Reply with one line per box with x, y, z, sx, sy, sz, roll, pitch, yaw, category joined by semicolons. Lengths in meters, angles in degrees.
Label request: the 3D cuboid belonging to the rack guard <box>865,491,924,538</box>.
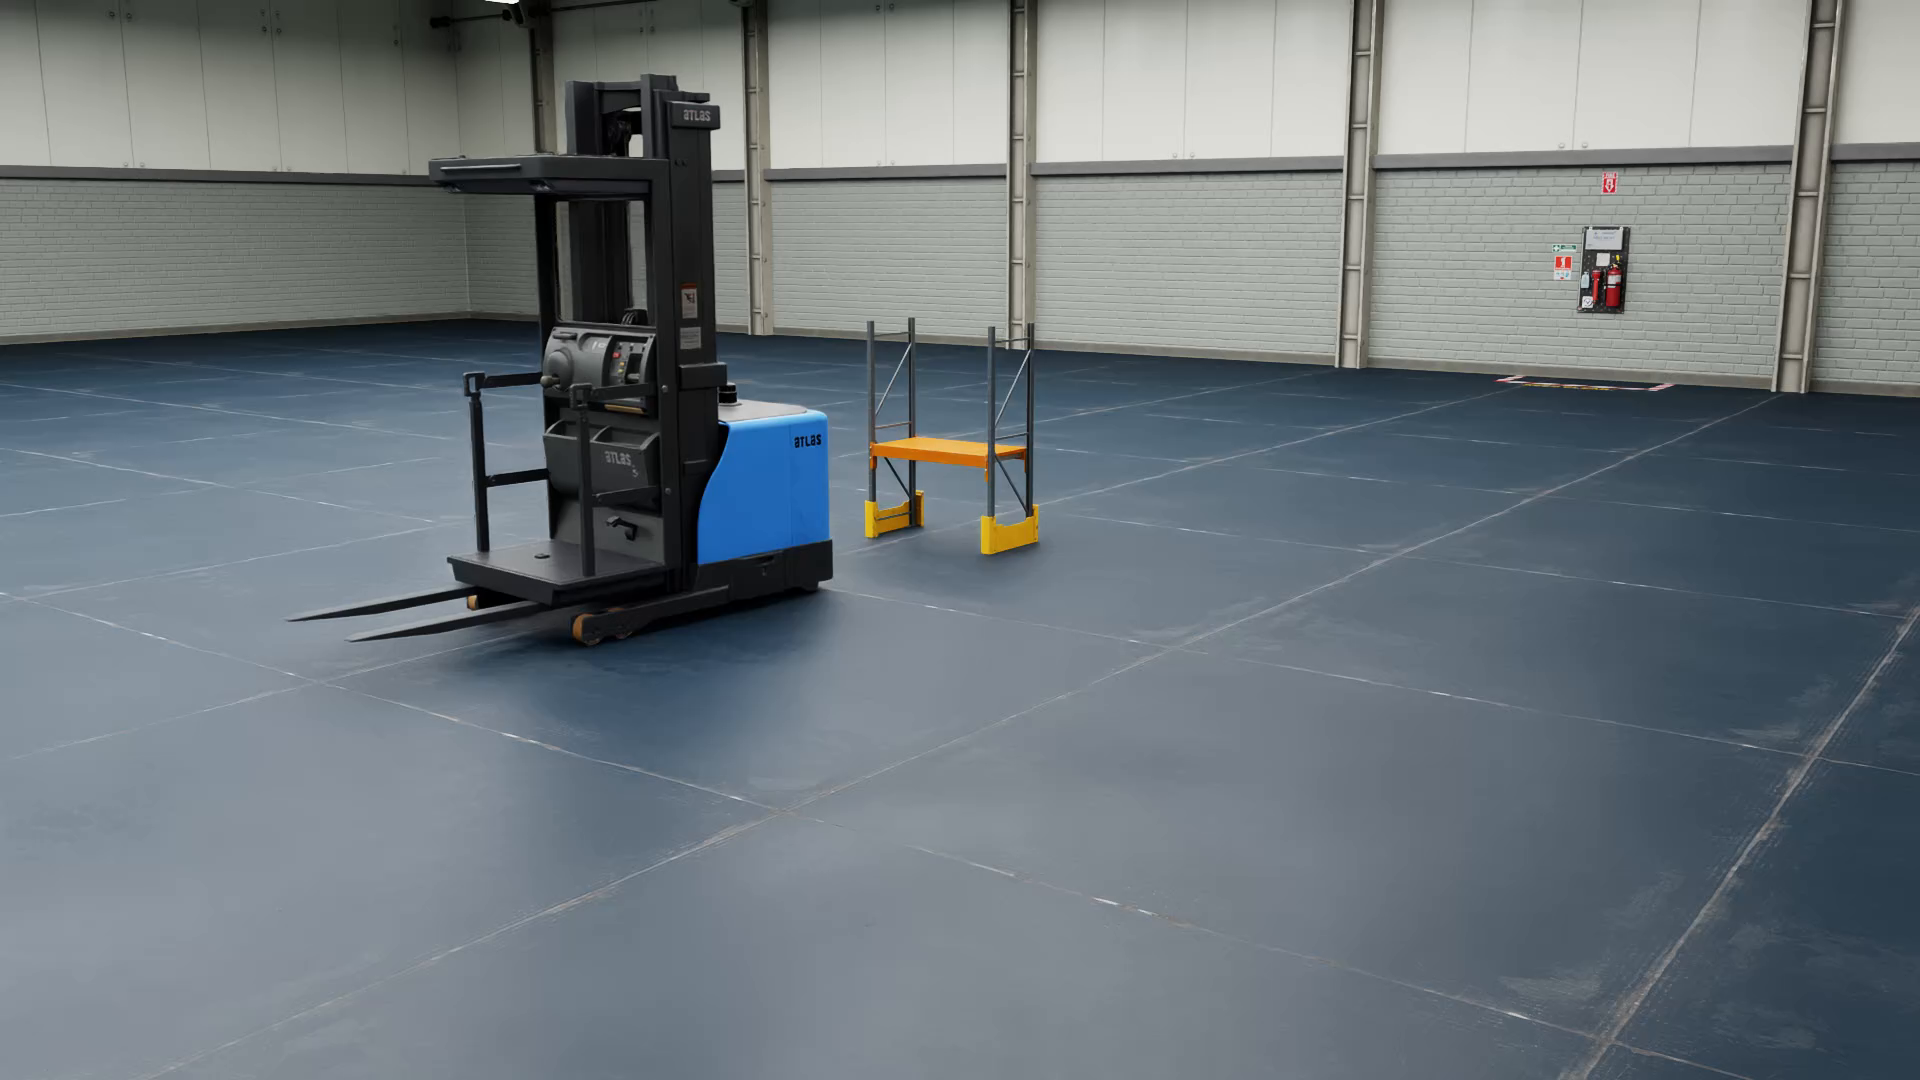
-0.463;-0.187;11.840;0.087;0.250;0.587;8;13;36;rack guard

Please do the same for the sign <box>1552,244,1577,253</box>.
8.344;-4.026;22.954;0.331;0.109;0.001;8;13;36;sign

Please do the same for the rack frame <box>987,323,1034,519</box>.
0.341;-0.689;11.141;0.032;1.500;0.500;8;13;36;rack frame

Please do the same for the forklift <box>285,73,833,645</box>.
-2.122;-0.998;8.970;1.130;2.935;3.031;10;15;41;forklift

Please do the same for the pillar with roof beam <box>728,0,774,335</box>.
-6.357;-7.699;27.632;0.548;9.000;9.100;8;13;36;pillar with roof beam

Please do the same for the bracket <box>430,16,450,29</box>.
-11.100;-11.058;35.521;0.430;0.232;0.235;8;13;36;bracket

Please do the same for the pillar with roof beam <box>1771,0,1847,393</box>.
8.151;-5.675;17.171;0.400;9.000;9.100;8;13;36;pillar with roof beam

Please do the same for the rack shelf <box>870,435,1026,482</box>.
-0.069;-0.569;11.471;1.000;0.185;0.538;8;13;36;rack shelf

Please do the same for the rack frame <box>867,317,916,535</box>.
-0.478;-0.803;11.732;0.032;1.500;0.500;8;13;36;rack frame

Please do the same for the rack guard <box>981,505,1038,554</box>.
0.340;-0.075;11.261;0.087;0.250;0.587;8;13;36;rack guard

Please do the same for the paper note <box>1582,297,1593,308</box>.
8.628;-3.270;22.855;0.142;0.148;0.016;8;13;36;paper note

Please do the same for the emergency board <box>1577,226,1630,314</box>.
8.730;-3.672;22.614;0.643;1.169;0.194;8;13;36;emergency board

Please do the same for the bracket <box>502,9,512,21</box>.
-9.190;-10.792;34.144;0.430;0.232;0.235;8;13;36;bracket

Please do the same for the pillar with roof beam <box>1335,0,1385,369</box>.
3.315;-6.349;20.658;0.400;9.000;9.100;8;13;36;pillar with roof beam

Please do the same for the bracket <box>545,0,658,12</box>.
-6.444;-10.409;32.164;4.783;0.066;0.076;8;13;36;bracket

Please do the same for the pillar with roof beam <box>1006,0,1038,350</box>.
-1.521;-7.024;24.145;0.400;9.000;9.100;8;13;36;pillar with roof beam

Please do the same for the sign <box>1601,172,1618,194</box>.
8.782;-4.826;22.477;0.199;0.298;0.001;8;13;36;sign

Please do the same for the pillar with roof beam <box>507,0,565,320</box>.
-11.193;-8.373;31.118;0.548;9.000;9.100;8;13;36;pillar with roof beam

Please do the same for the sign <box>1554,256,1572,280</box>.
8.345;-3.768;23.014;0.234;0.329;0.001;8;13;36;sign

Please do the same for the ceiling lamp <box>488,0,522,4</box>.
-8.467;-10.704;27.800;0.800;3.185;2.000;8;13;36;ceiling lamp

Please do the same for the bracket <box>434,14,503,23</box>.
-10.624;-10.992;35.178;3.189;0.066;0.076;8;13;36;bracket

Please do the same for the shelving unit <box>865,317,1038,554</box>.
-0.061;-0.745;11.432;1.083;1.500;0.587;8;13;36;shelving unit

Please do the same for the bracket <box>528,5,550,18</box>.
-8.521;-10.698;33.661;0.430;0.232;0.235;8;13;36;bracket
